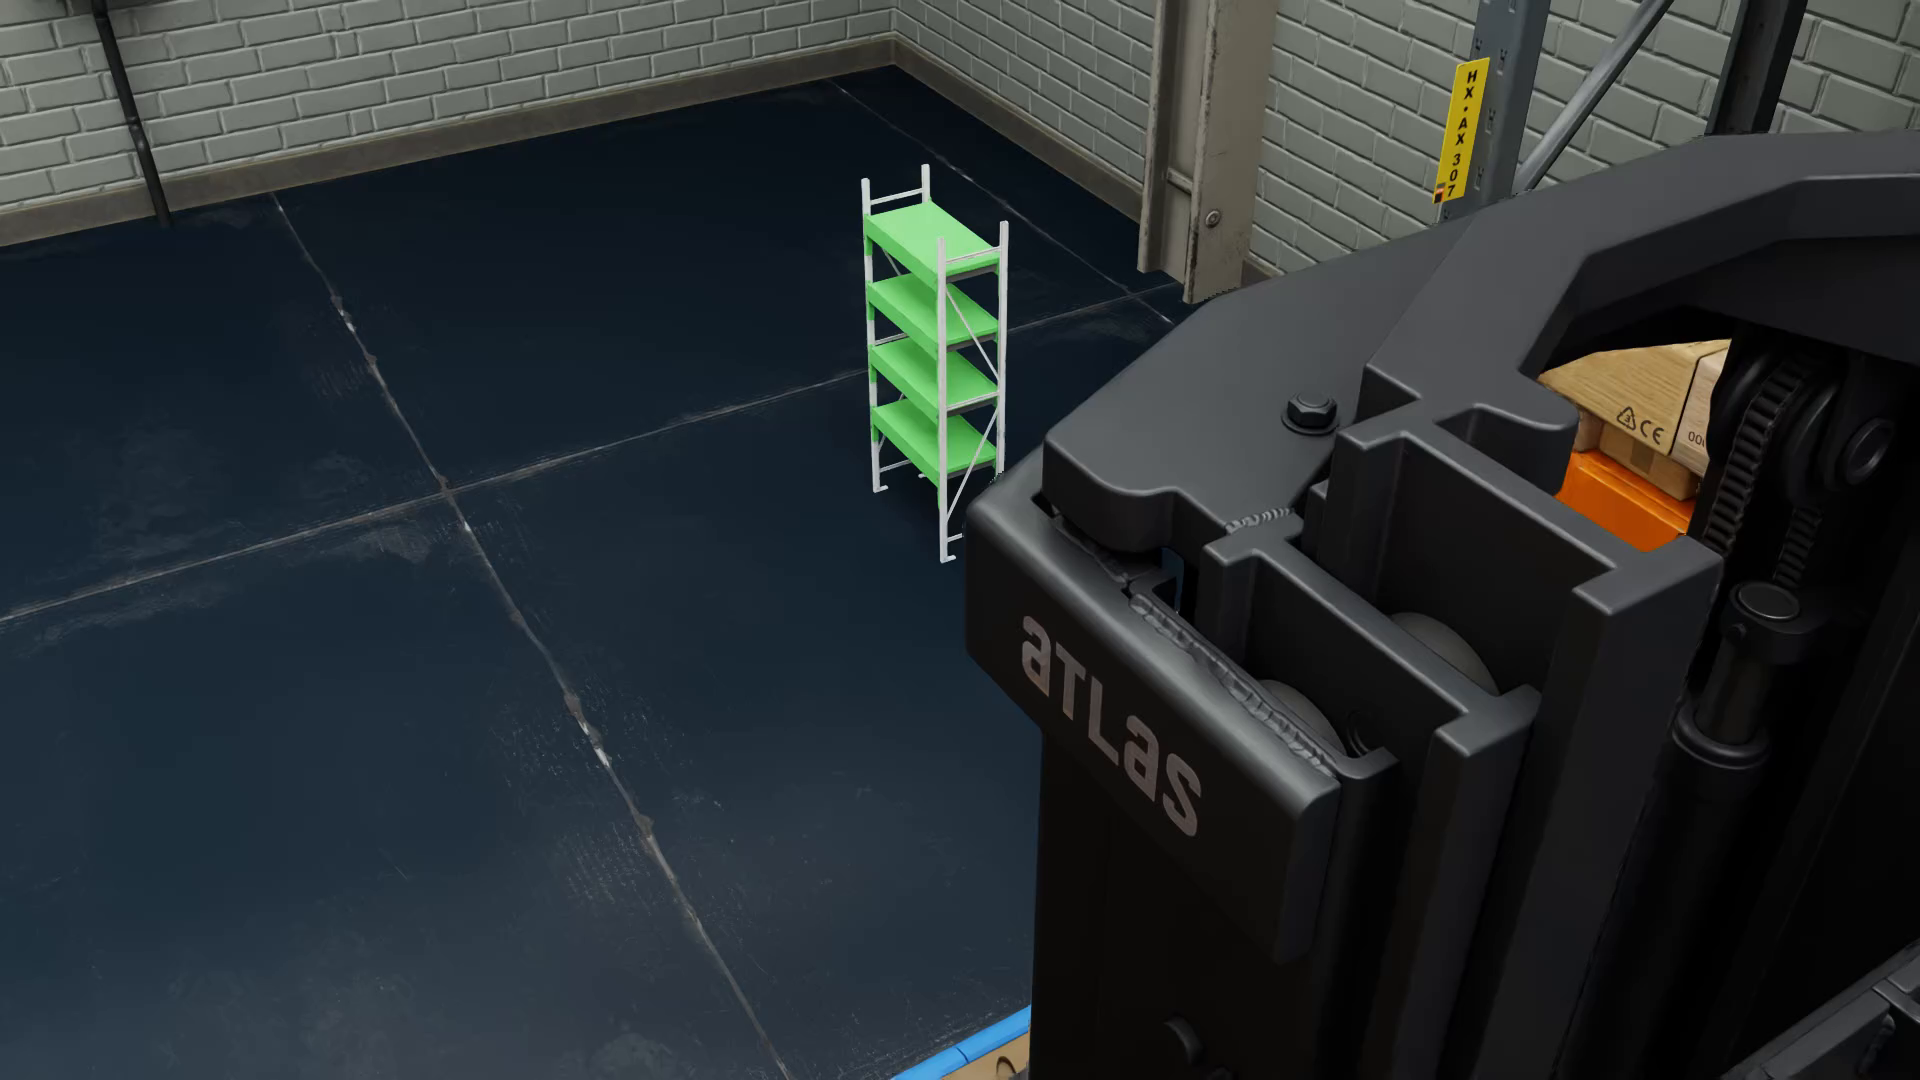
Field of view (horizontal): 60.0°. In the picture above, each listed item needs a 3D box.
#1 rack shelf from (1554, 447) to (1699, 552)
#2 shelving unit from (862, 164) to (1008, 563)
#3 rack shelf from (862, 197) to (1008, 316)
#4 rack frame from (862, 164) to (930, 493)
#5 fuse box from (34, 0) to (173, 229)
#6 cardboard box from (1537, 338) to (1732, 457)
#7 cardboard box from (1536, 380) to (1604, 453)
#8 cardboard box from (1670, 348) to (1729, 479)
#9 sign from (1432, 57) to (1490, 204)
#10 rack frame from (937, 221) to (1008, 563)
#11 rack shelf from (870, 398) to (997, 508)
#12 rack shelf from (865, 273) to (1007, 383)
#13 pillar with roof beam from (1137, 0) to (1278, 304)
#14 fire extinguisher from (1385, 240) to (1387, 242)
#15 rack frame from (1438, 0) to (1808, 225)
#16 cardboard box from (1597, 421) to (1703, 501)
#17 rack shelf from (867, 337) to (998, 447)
[{"bbox_3d":[2.597,0.586,3.015,1.077,0.370,4.000,-19,40,-24],"label":"rack shelf"},{"bbox_3d":[-0.083,-0.569,5.512,0.258,1.200,0.503,-19,40,-24],"label":"shelving unit"},{"bbox_3d":[-0.083,-0.905,5.266,0.258,0.148,0.480,-19,40,-24],"label":"rack shelf"},{"bbox_3d":[-0.206,-0.693,5.682,0.240,1.200,0.015,-19,40,-24],"label":"rack frame"},{"bbox_3d":[-3.661,-2.148,7.241,0.539,1.711,0.414,-19,40,-24],"label":"fuse box"},{"bbox_3d":[1.588,-0.473,3.729,0.500,0.250,0.500,-19,40,-24],"label":"cardboard box"},{"bbox_3d":[1.520,-0.374,3.932,0.380,0.149,0.250,-19,40,-24],"label":"cardboard box"},{"bbox_3d":[1.841,-0.216,3.377,0.500,0.250,0.500,-18,40,-23],"label":"cardboard box"},{"bbox_3d":[1.123,-0.913,3.723,0.100,0.325,0.005,-19,40,-24],"label":"sign"},{"bbox_3d":[0.039,-0.445,5.341,0.240,1.200,0.015,-19,40,-24],"label":"rack frame"},{"bbox_3d":[-0.083,-0.324,5.691,0.258,0.148,0.480,-19,40,-24],"label":"rack shelf"},{"bbox_3d":[-0.083,-0.711,5.408,0.258,0.148,0.480,-19,40,-24],"label":"rack shelf"},{"bbox_3d":[-2.705,-3.514,2.931,9.100,9.000,0.400,-19,40,-24],"label":"pillar with roof beam"},{"bbox_3d":[1.119,-0.481,4.247,0.296,0.674,0.183,-19,40,-24],"label":"fire extinguisher"},{"bbox_3d":[1.593,-0.725,4.199,1.000,3.000,0.127,-19,40,-24],"label":"rack frame"},{"bbox_3d":[1.688,-0.258,3.773,0.380,0.149,0.250,-18,40,-23],"label":"cardboard box"},{"bbox_3d":[-0.083,-0.517,5.549,0.258,0.148,0.480,-19,40,-24],"label":"rack shelf"}]
